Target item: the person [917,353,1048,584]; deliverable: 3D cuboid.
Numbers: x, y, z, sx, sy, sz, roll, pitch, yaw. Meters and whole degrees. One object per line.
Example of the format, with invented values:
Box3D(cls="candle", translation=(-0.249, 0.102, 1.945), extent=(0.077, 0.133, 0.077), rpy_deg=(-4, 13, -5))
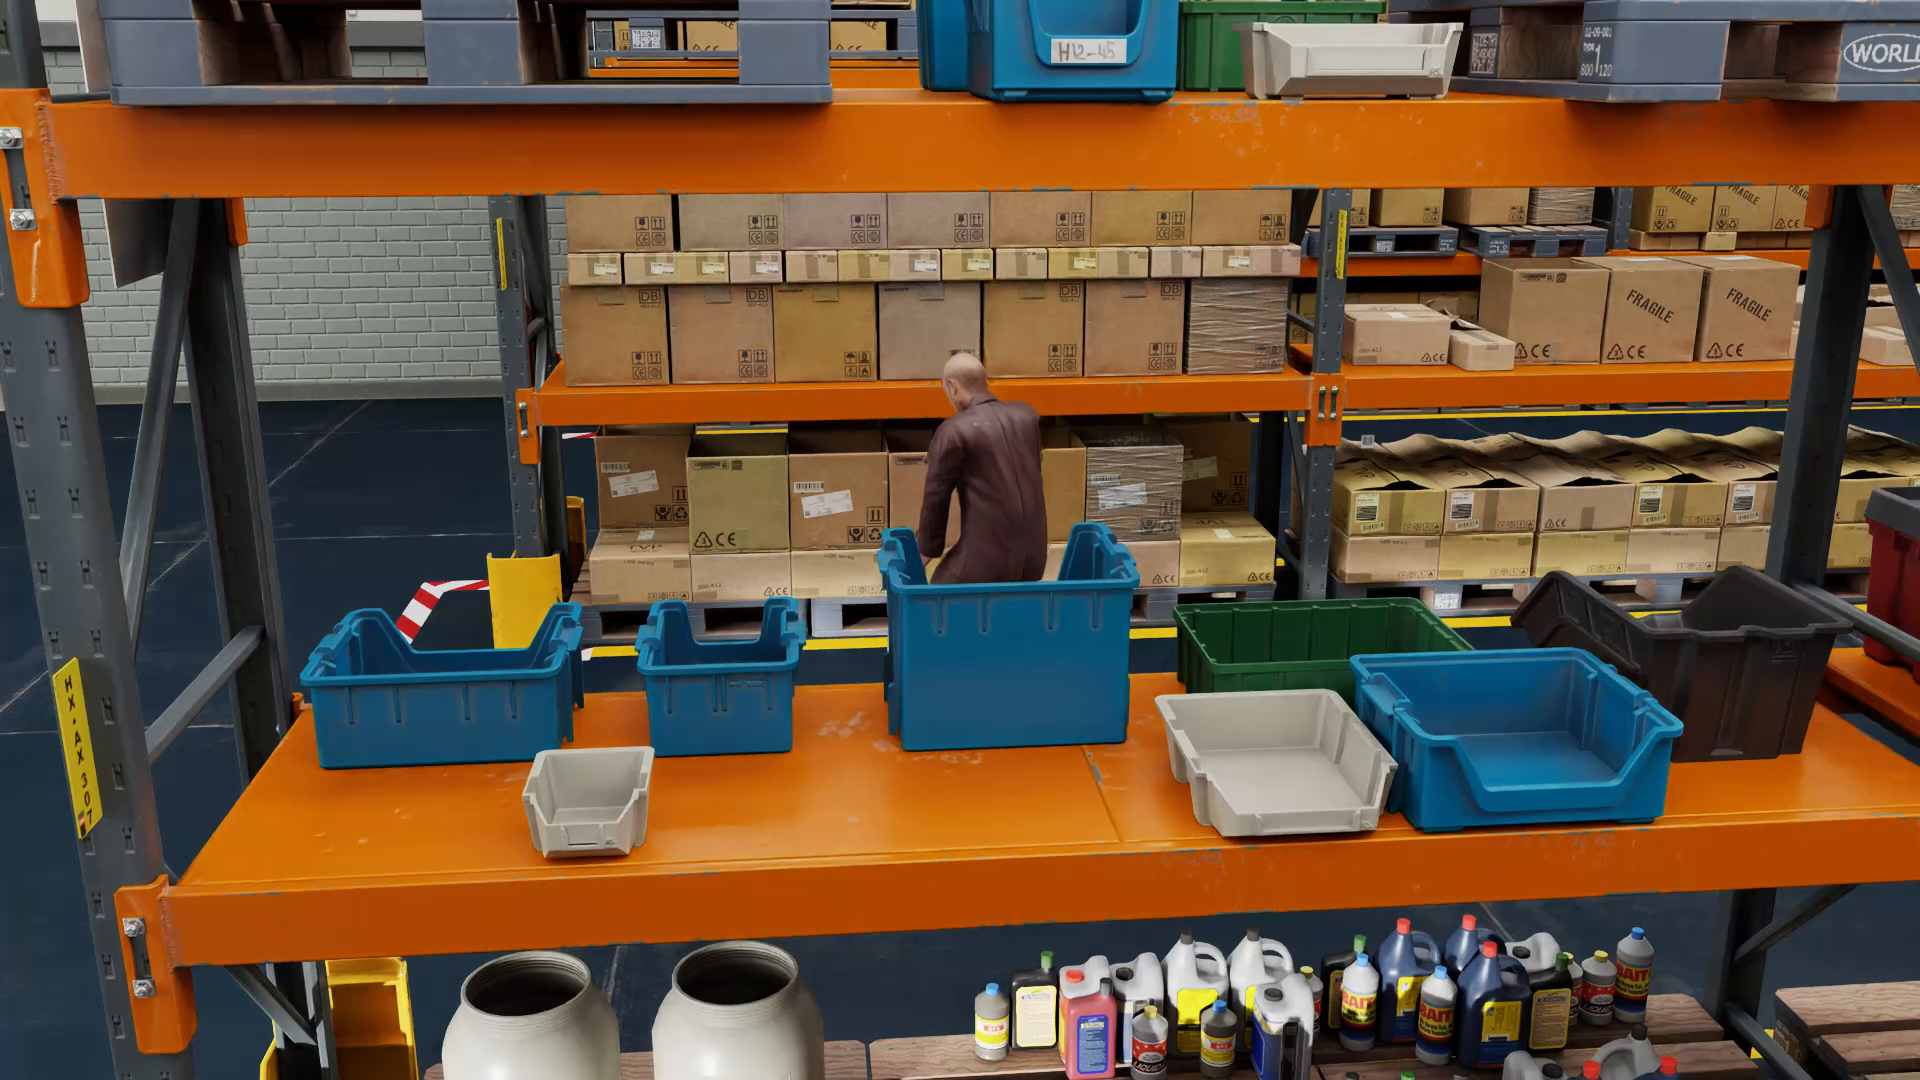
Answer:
Box3D(cls="person", translation=(0.104, 0.046, 7.124), extent=(0.607, 1.666, 0.502), rpy_deg=(-12, 20, -35))
